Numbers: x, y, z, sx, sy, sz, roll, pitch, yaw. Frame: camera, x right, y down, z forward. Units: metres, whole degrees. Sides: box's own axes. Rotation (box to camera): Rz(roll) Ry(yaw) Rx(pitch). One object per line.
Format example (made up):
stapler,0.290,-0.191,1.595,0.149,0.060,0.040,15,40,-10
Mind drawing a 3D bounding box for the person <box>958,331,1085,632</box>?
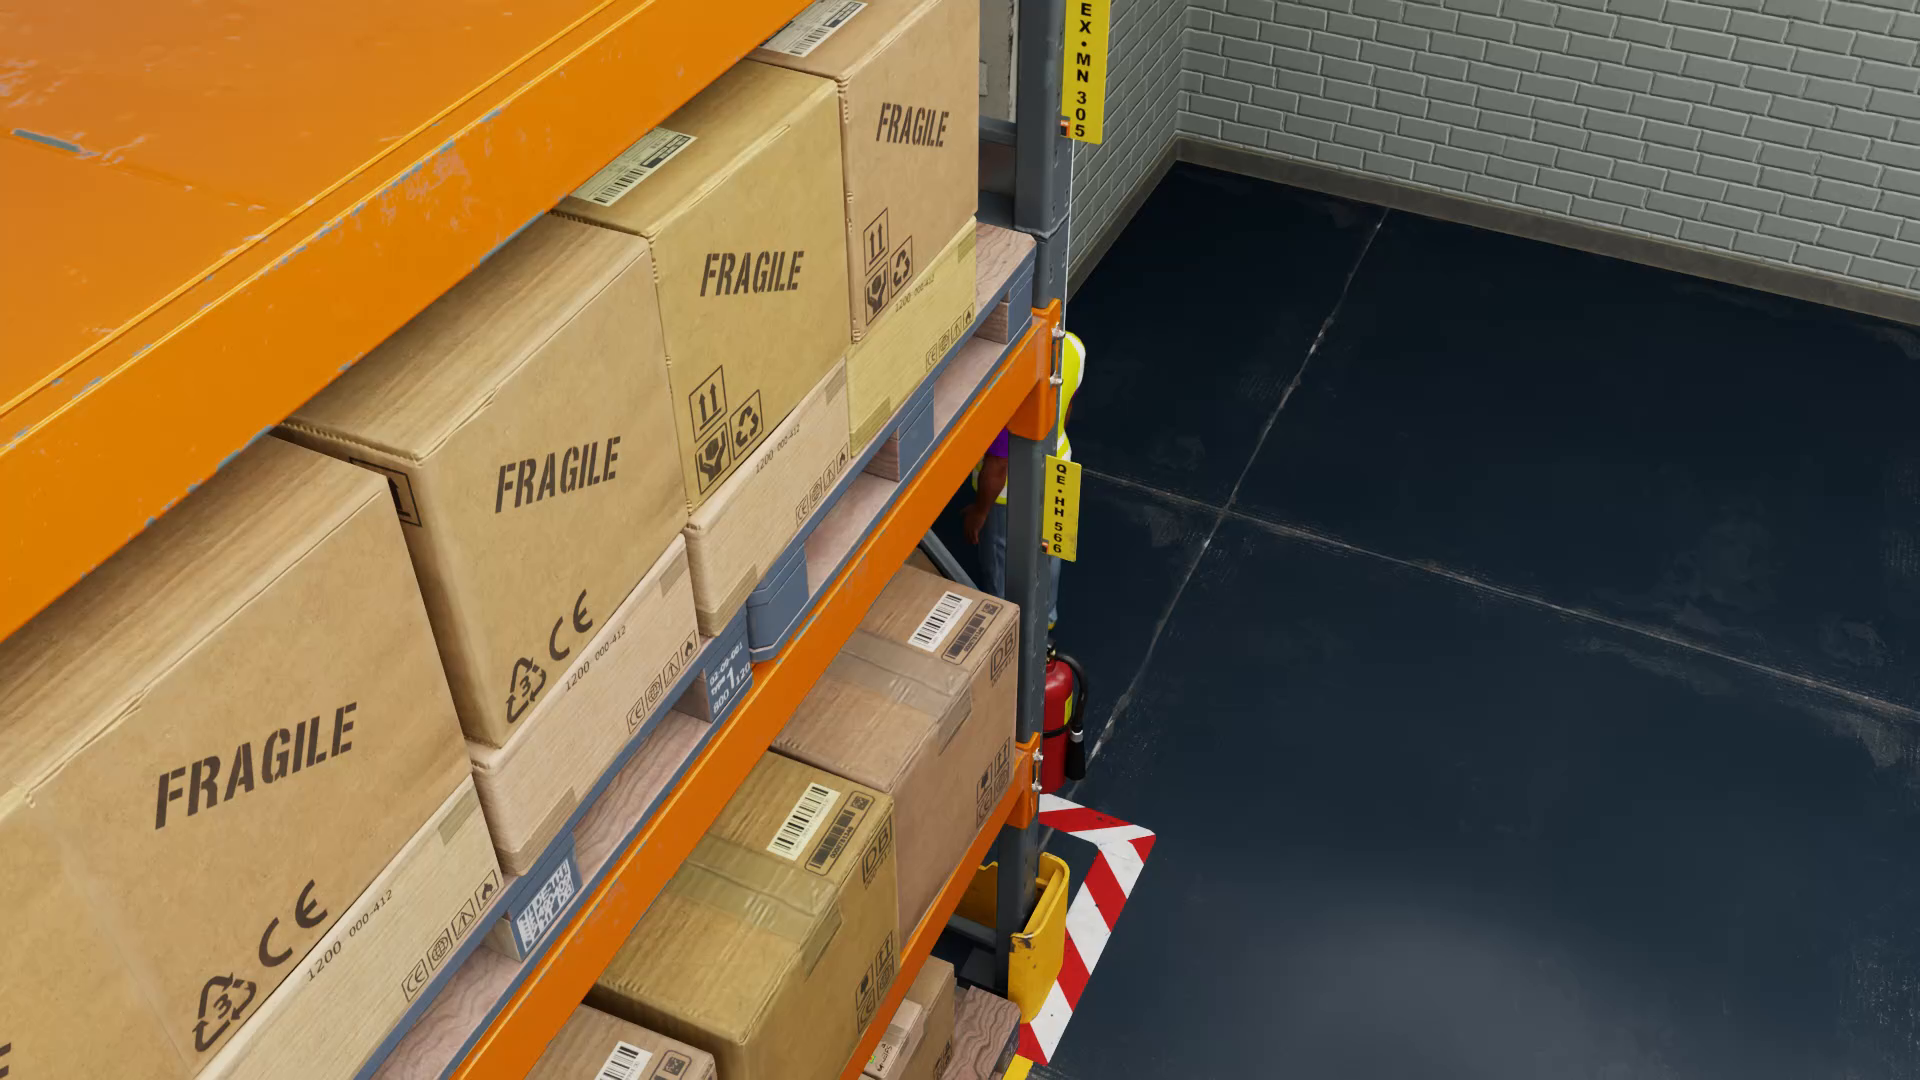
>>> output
person,0.209,-0.251,6.383,0.384,1.770,0.597,21,46,22
